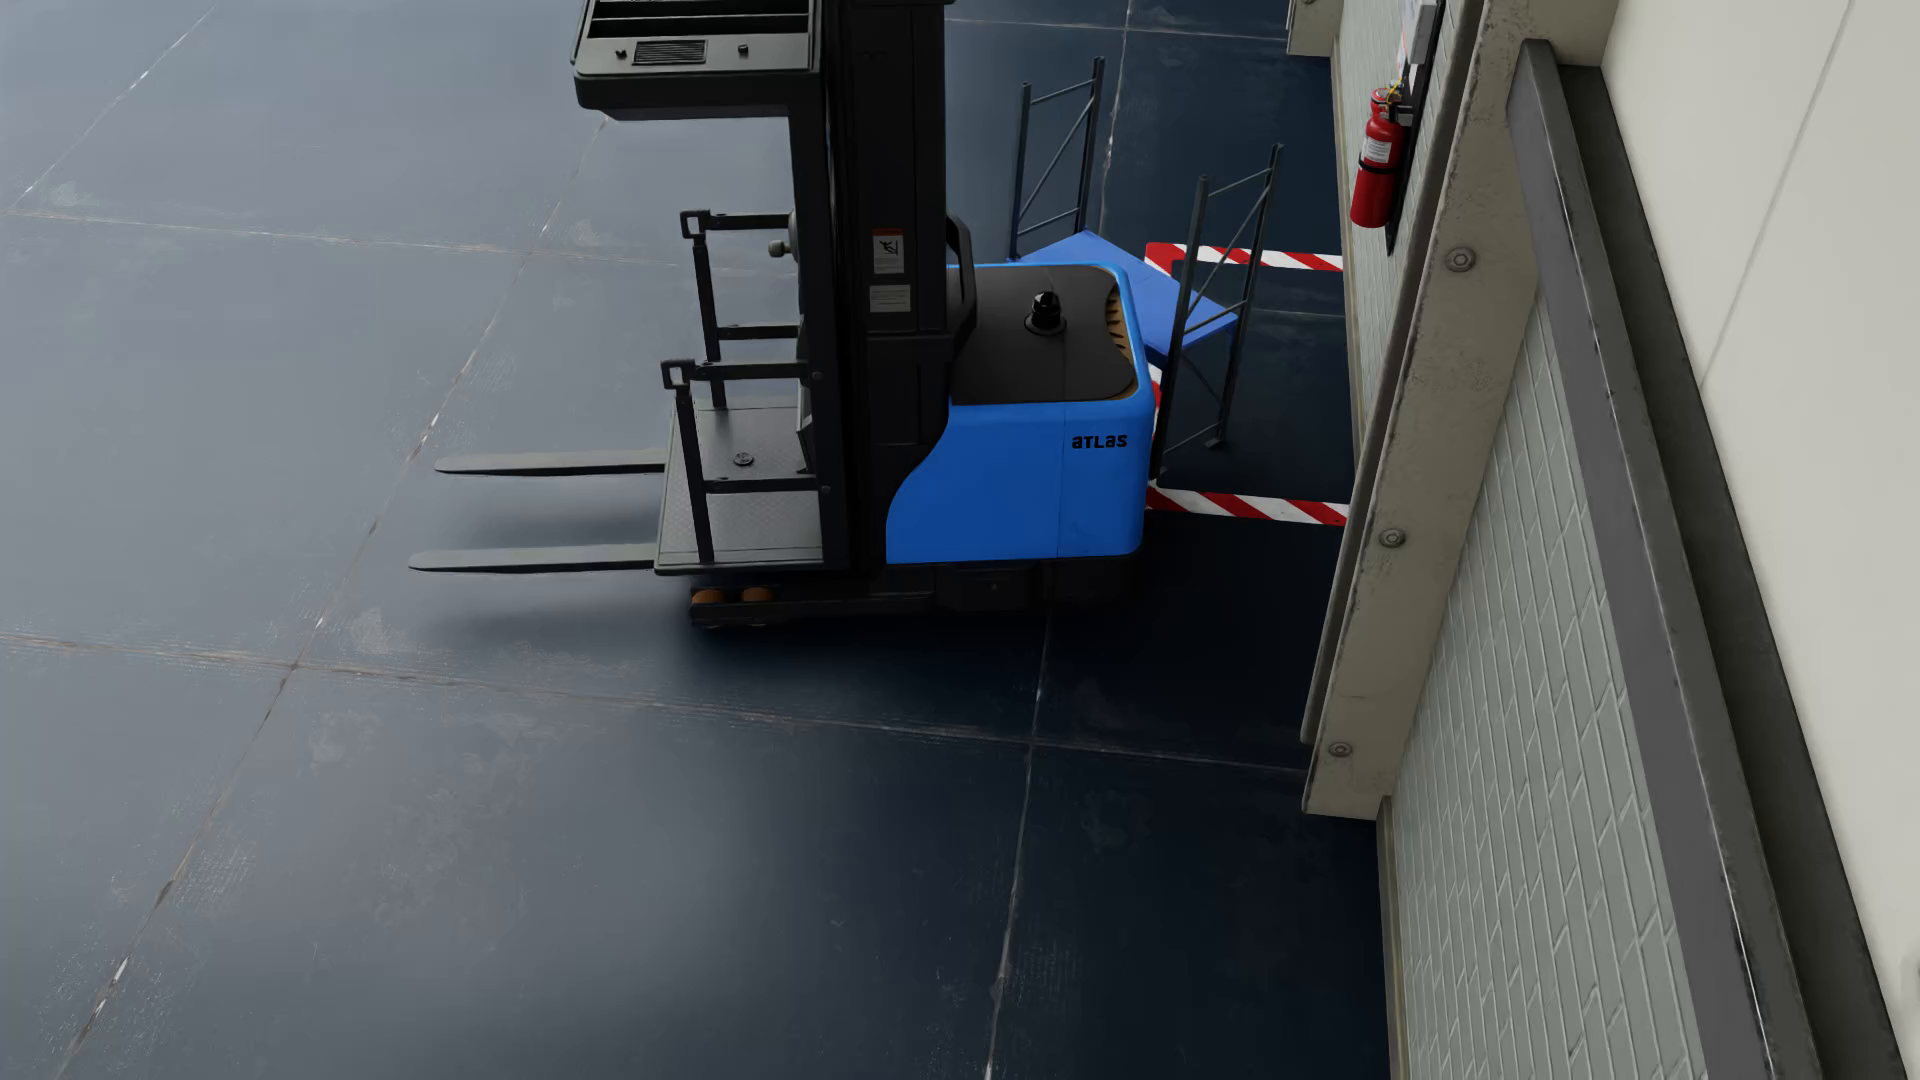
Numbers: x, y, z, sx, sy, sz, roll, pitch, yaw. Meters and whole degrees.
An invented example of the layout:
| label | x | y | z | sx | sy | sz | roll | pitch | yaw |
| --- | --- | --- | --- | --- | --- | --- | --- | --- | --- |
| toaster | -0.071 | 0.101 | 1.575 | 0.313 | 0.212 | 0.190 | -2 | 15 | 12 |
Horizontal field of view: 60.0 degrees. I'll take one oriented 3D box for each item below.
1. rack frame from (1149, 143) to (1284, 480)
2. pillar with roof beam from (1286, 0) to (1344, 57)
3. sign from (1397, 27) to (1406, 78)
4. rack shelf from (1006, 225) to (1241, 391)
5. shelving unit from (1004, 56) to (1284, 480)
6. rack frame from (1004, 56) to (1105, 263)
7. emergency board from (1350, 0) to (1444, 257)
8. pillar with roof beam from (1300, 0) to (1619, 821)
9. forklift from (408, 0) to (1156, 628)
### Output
| label | x | y | z | sx | sy | sz | roll | pitch | yaw |
| --- | --- | --- | --- | --- | --- | --- | --- | --- | --- |
| rack frame | 1.086 | -0.948 | 7.157 | 0.500 | 1.500 | 0.032 | -29 | 50 | -33 |
| pillar with roof beam | -2.020 | -6.853 | 7.965 | 9.100 | 9.000 | 0.400 | 5 | 44 | 6 |
| sign | 1.994 | -2.256 | 7.447 | 0.001 | 0.329 | 0.234 | 5 | 44 | 6 |
| rack shelf | 0.733 | -1.070 | 7.546 | 0.538 | 0.185 | 1.000 | -29 | 50 | -33 |
| shelving unit | 0.744 | -1.207 | 7.430 | 0.538 | 1.500 | 1.048 | -29 | 50 | -33 |
| rack frame | 0.402 | -1.466 | 7.703 | 0.500 | 1.500 | 0.032 | -29 | 50 | -33 |
| emergency board | 1.818 | -1.875 | 7.071 | 0.194 | 1.169 | 0.643 | 5 | 44 | 6 |
| pillar with roof beam | -2.813 | -2.764 | 3.647 | 9.100 | 9.000 | 0.400 | 5 | 44 | 6 |
| forklift | -0.776 | -1.076 | 6.276 | 3.031 | 2.935 | 1.130 | -2 | 43 | -2 |
